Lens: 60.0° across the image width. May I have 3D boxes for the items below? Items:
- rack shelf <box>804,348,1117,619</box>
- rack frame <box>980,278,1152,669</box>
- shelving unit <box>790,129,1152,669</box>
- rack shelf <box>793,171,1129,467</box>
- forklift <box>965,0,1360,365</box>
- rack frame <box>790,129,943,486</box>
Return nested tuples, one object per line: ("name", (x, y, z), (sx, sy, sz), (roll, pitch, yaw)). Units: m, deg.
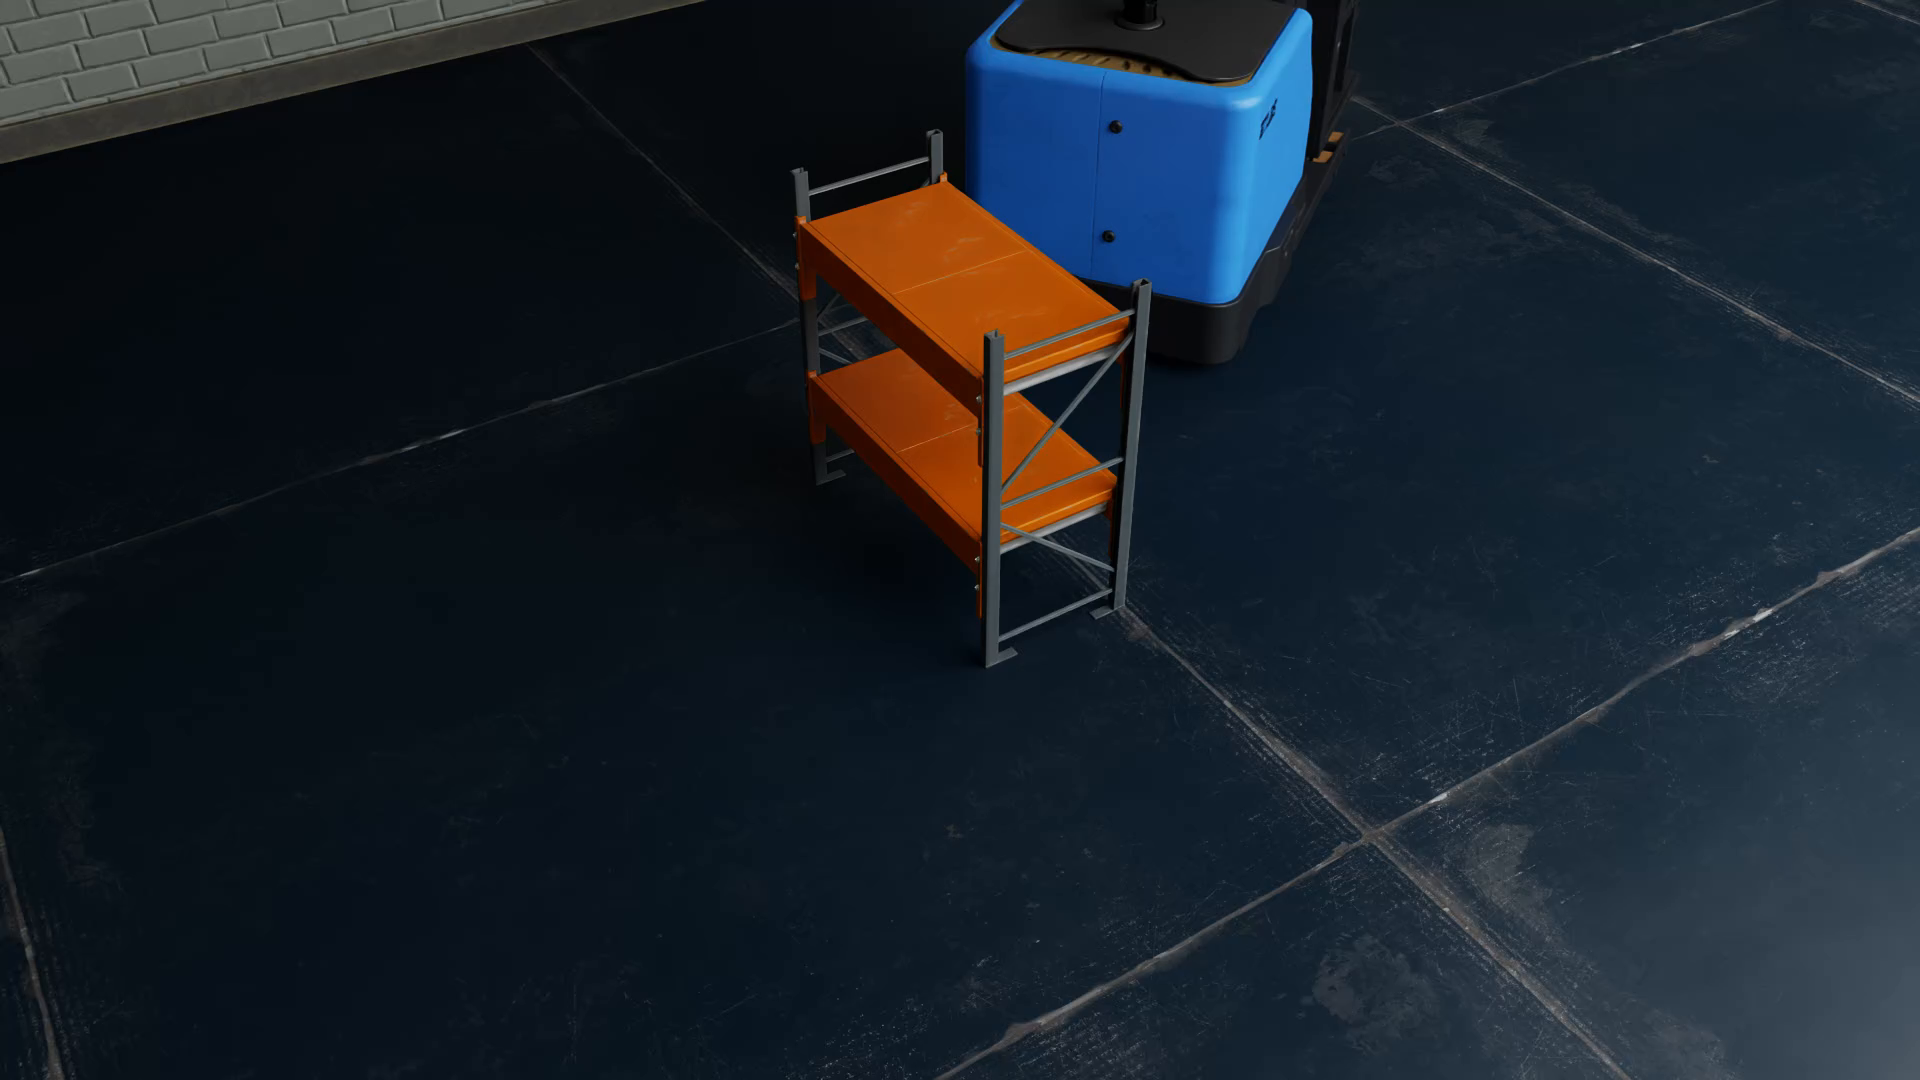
("rack shelf", (0.004, -0.241, 5.042), (0.538, 0.278, 1.000), (-22, 45, -24))
("rack frame", (0.277, -0.154, 4.556), (0.500, 1.125, 0.032), (-22, 45, -24))
("shelving unit", (0.004, -0.428, 4.886), (0.538, 1.125, 1.048), (-22, 45, -24))
("rack shelf", (0.004, -0.653, 4.698), (0.538, 0.278, 1.000), (-22, 45, -24))
("forklift", (1.027, -2.694, 6.193), (1.130, 2.935, 3.031), (15, 42, 17))
("rack frame", (-0.270, -0.703, 5.215), (0.500, 1.125, 0.032), (-22, 45, -24))
